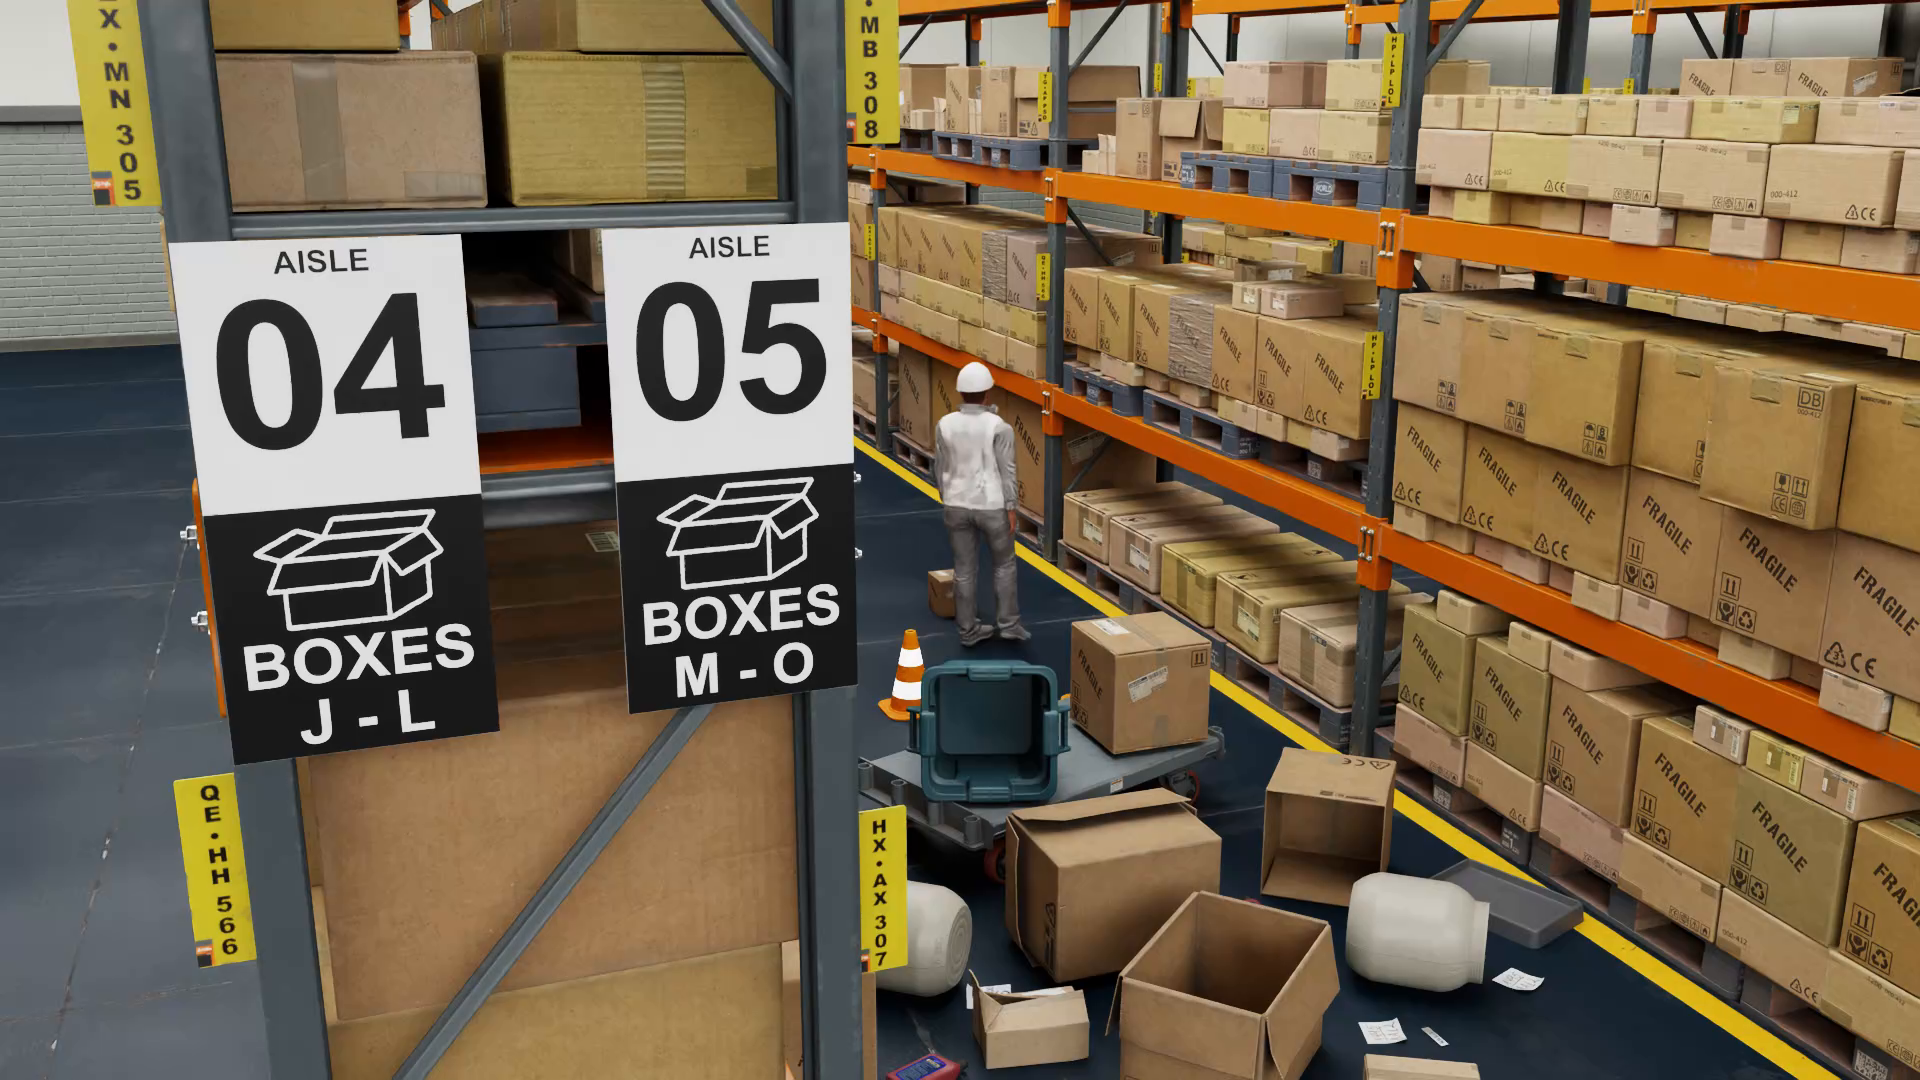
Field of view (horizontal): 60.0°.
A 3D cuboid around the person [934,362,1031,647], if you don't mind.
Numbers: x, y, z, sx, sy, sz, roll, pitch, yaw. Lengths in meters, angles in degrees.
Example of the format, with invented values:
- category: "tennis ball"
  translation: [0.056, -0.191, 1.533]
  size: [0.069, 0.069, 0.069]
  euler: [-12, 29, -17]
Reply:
- category: "person"
  translation: [0.136, -0.206, 10.282]
  size: [0.562, 1.818, 0.490]
  euler: [5, 16, 18]
